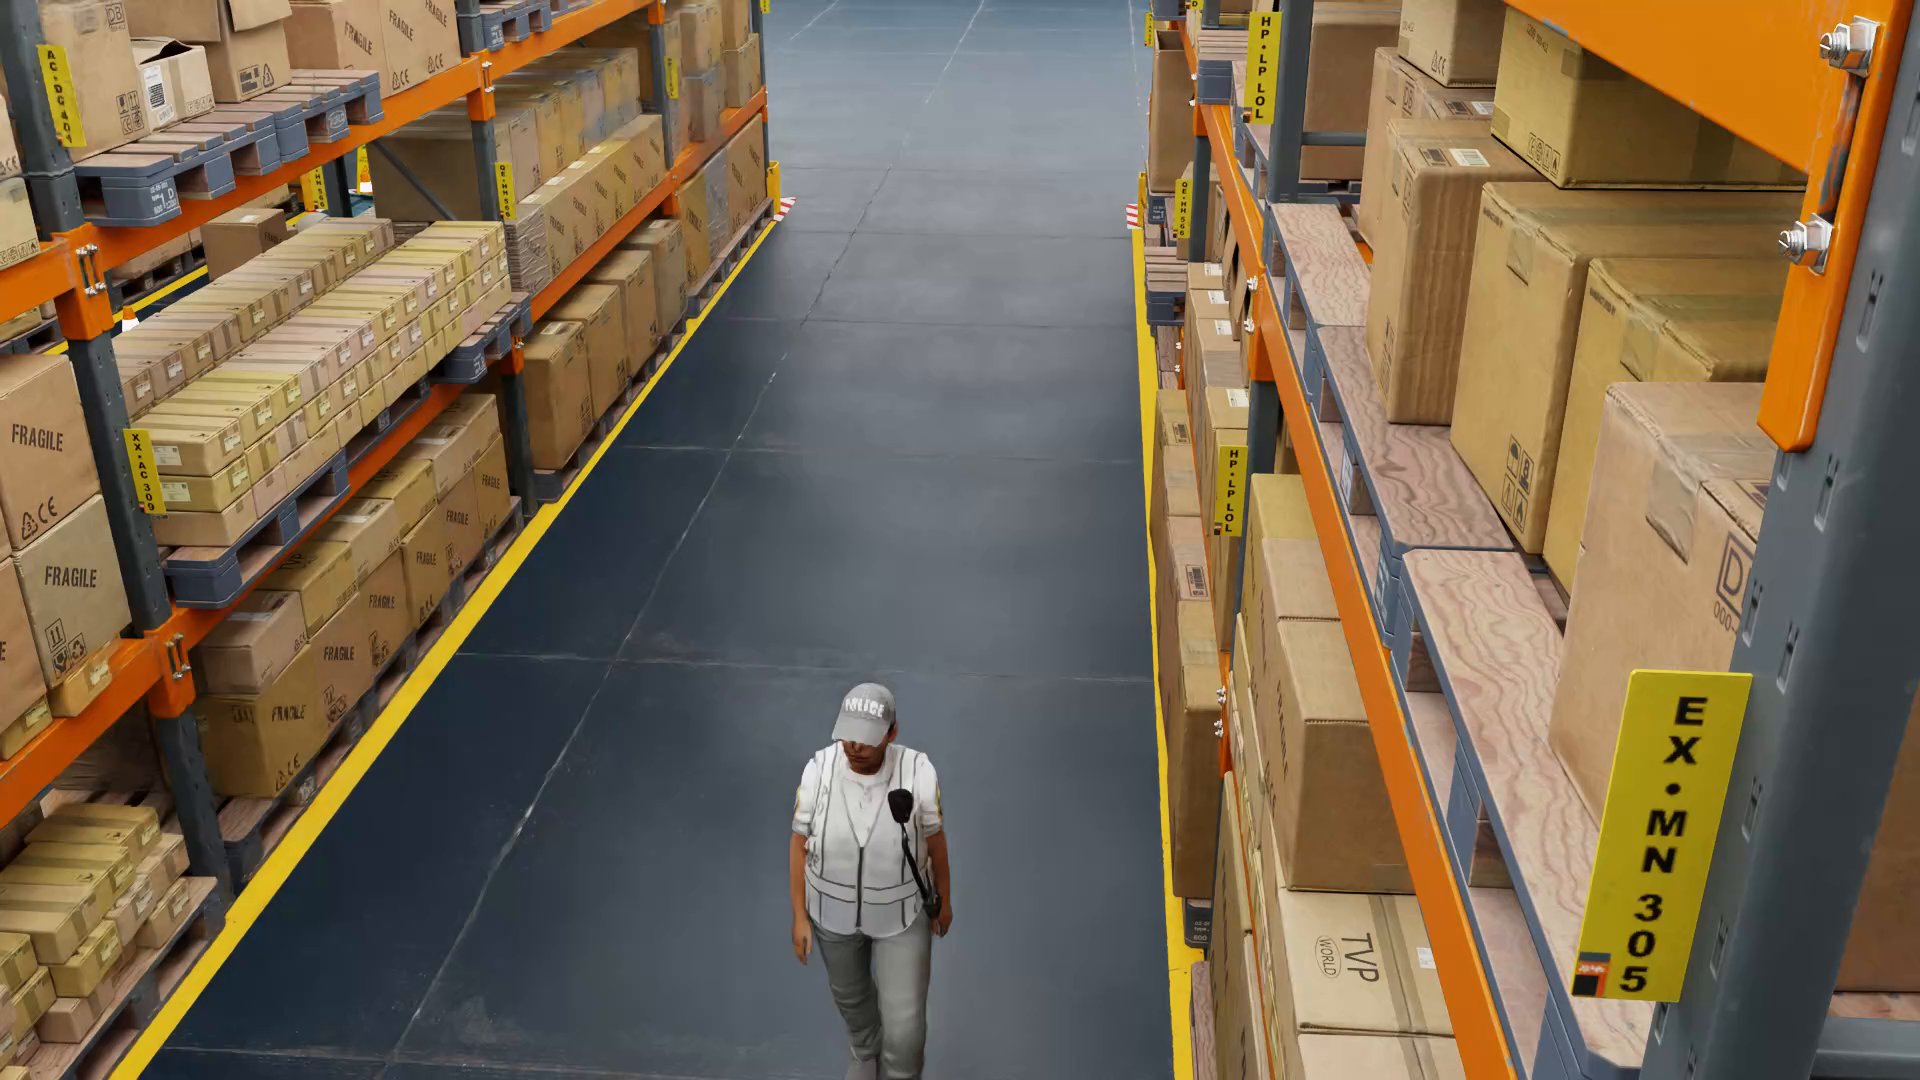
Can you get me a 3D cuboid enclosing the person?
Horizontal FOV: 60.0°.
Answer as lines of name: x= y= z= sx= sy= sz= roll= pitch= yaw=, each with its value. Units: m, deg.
person: x=-0.300 y=1.258 z=5.412 sx=0.512 sy=1.730 sz=0.630 roll=4 pitch=25 yaw=8
